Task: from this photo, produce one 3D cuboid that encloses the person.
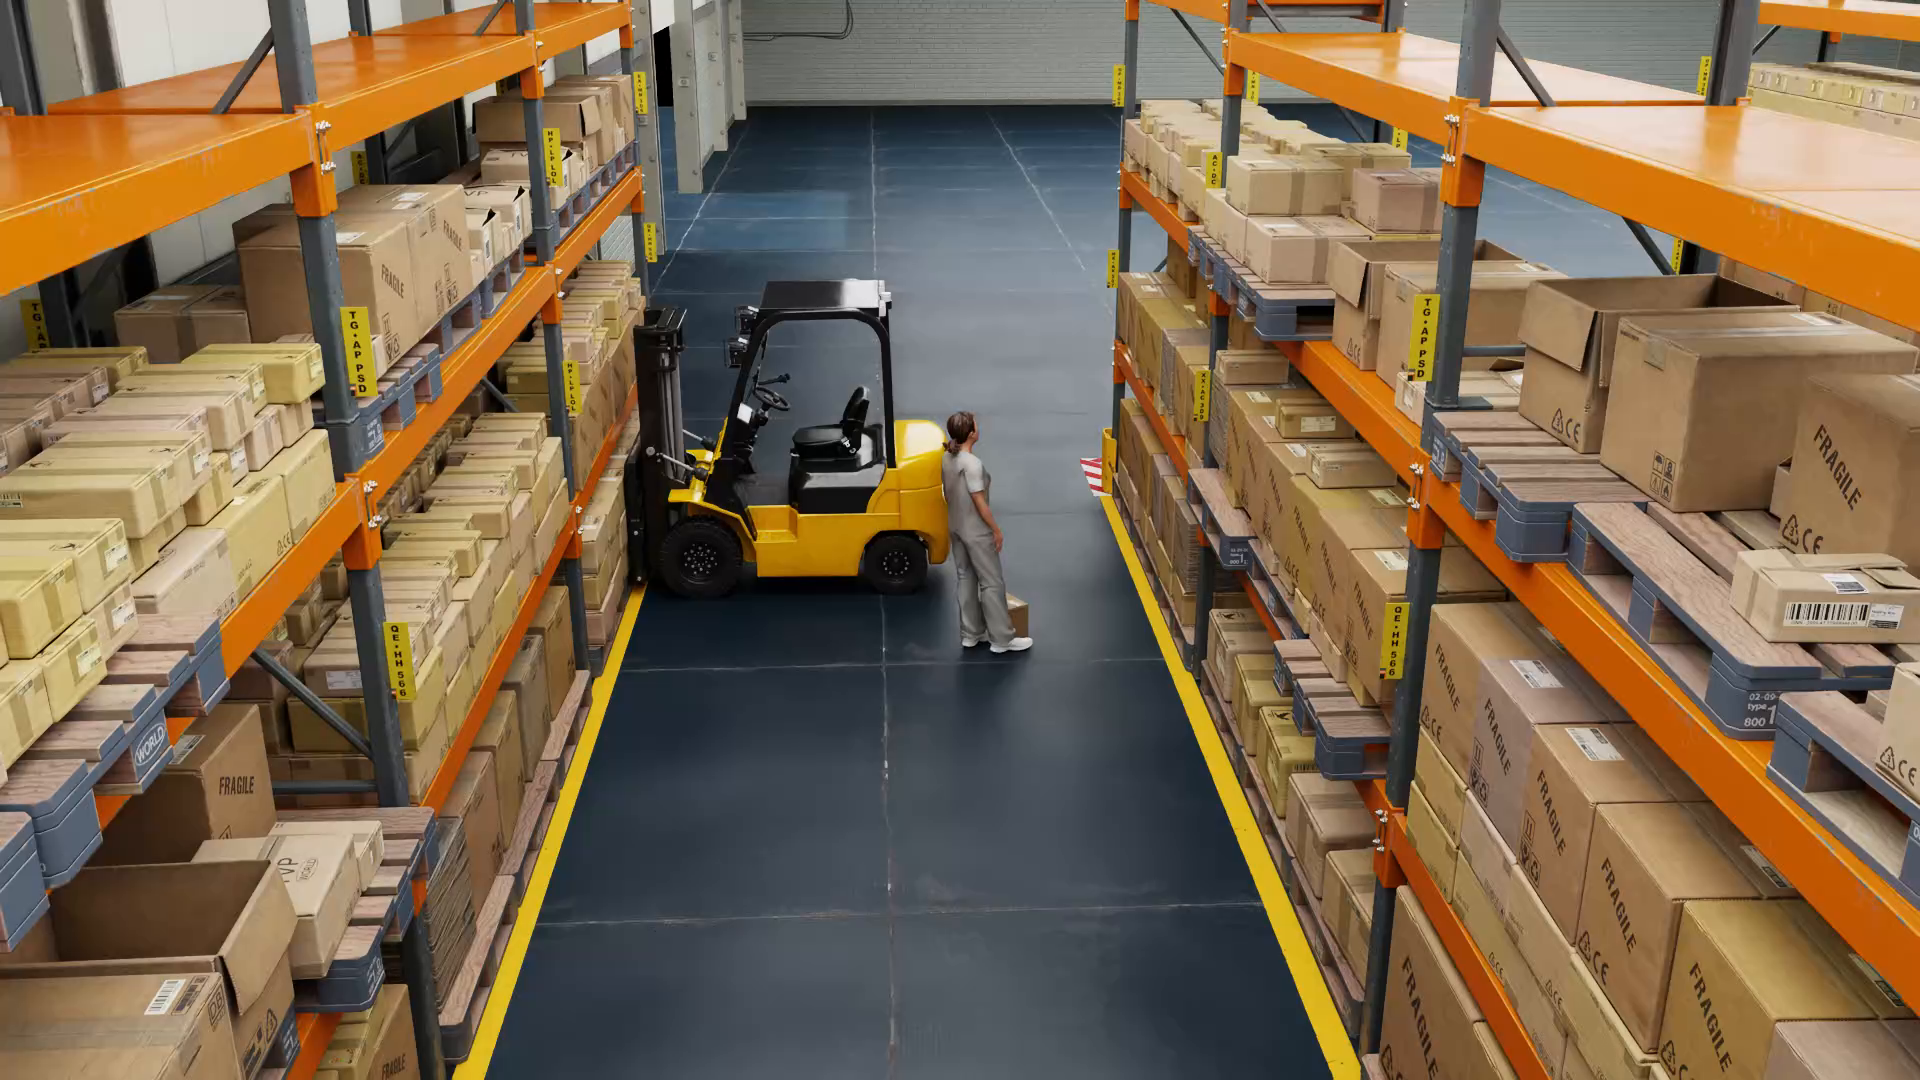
[{"bbox_3d":[0.142,-0.072,11.246,0.548,1.673,0.549,-12,24,-30],"label":"person"}]
